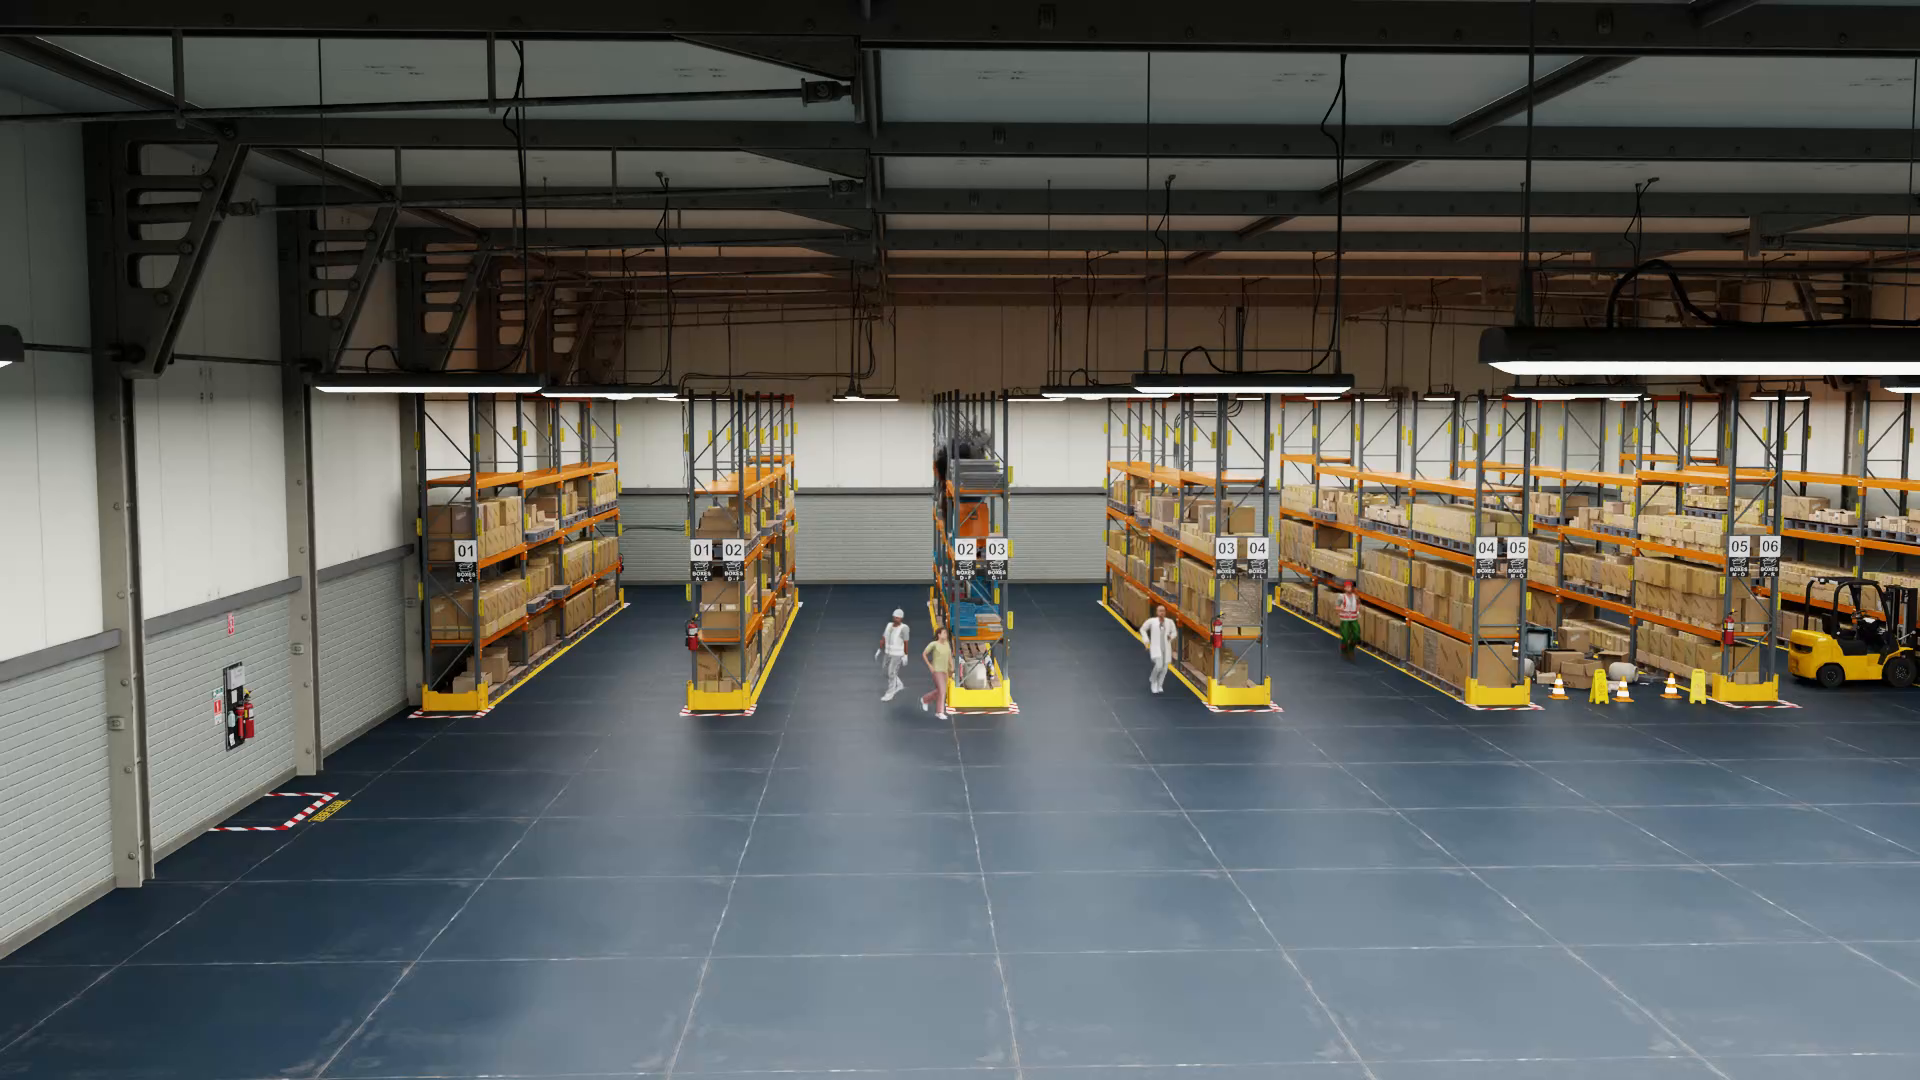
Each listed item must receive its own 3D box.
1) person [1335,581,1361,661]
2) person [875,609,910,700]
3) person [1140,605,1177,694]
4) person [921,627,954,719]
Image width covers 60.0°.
[{"bbox_3d":[8.705,1.811,37.115,0.634,1.786,0.645,-1,5,-7],"label":"person"},{"bbox_3d":[-1.235,2.182,31.791,0.648,1.756,0.615,-4,6,-42],"label":"person"},{"bbox_3d":[3.955,2.163,32.775,0.682,1.744,0.707,-1,5,-12],"label":"person"},{"bbox_3d":[-0.396,2.422,30.584,0.614,1.653,0.731,-4,6,-44],"label":"person"}]
